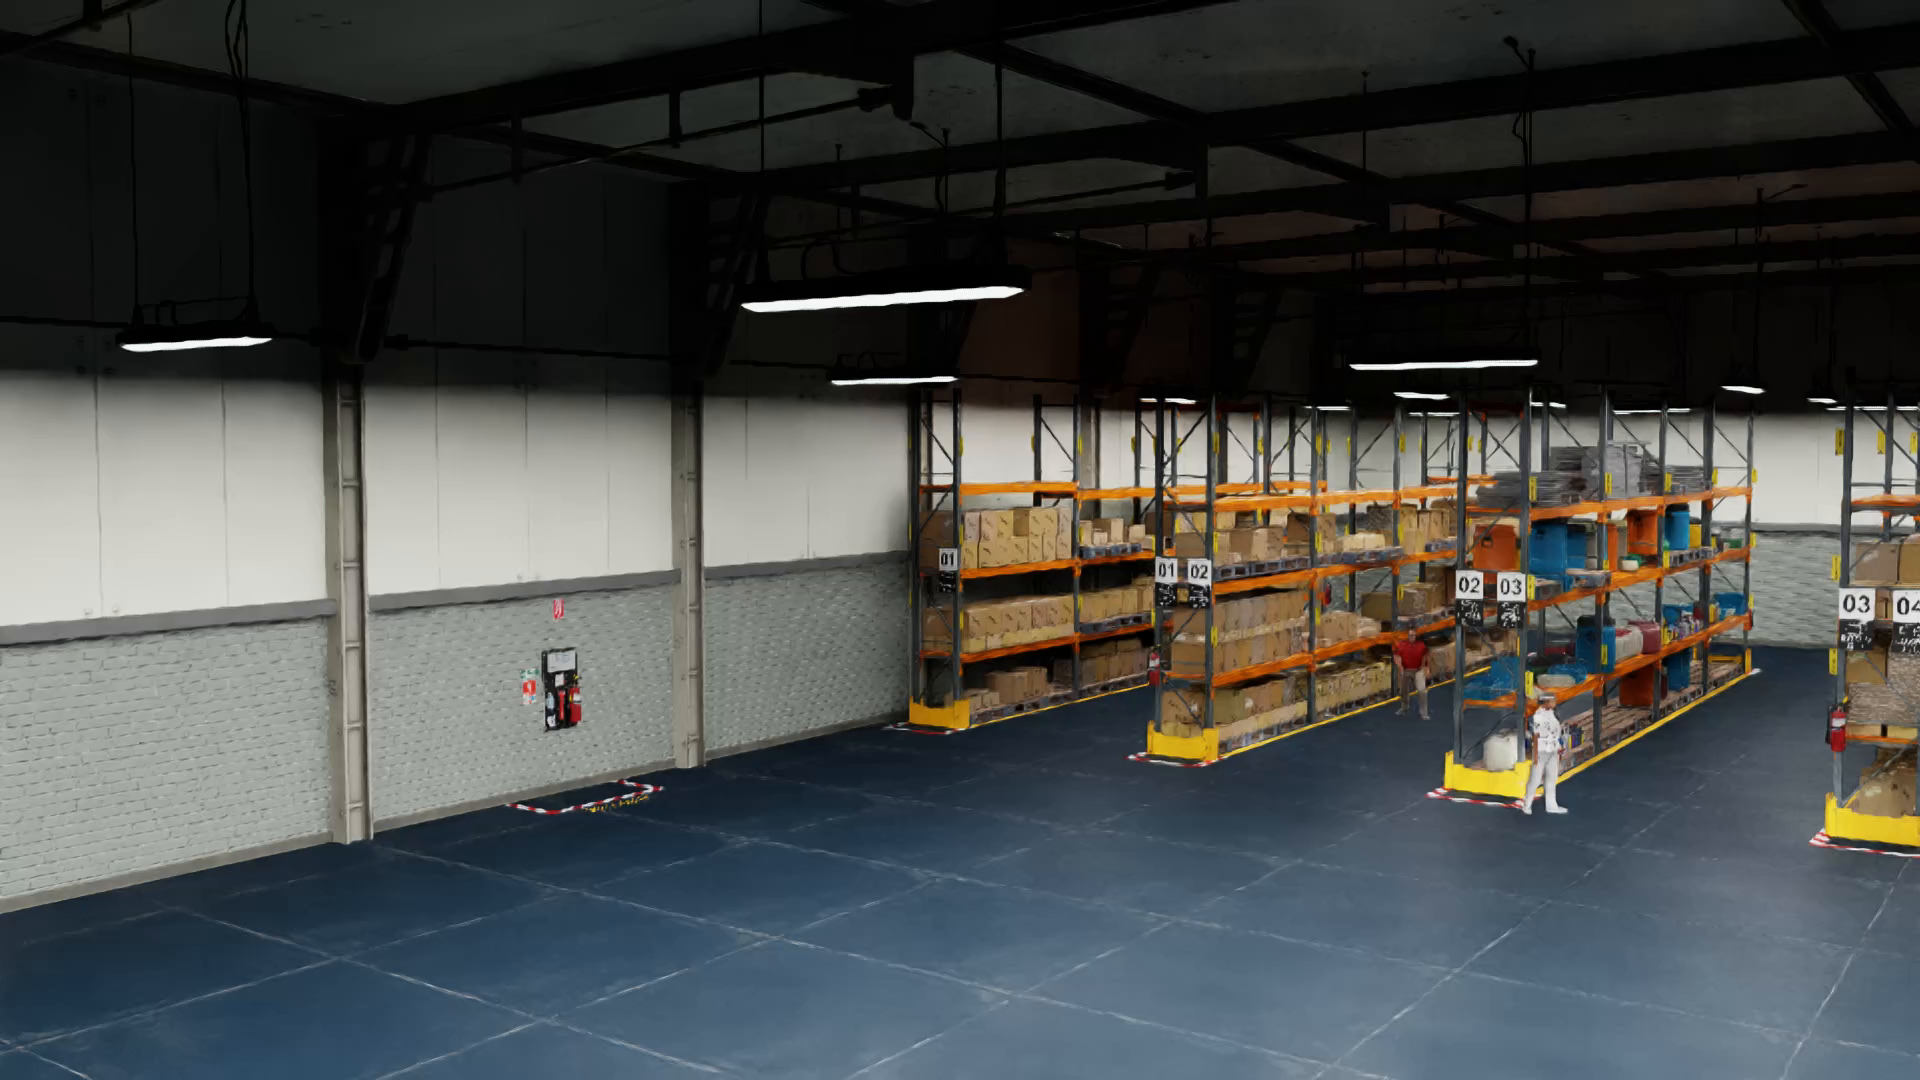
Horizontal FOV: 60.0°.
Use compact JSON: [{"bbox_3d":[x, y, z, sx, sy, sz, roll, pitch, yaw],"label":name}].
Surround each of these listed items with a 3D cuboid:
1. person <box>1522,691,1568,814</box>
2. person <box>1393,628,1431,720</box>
[{"bbox_3d":[7.925,2.878,22.594,0.610,1.676,0.456,-3,4,-42],"label":"person"},{"bbox_3d":[8.300,2.428,30.456,0.701,1.662,0.857,1,3,19],"label":"person"}]
